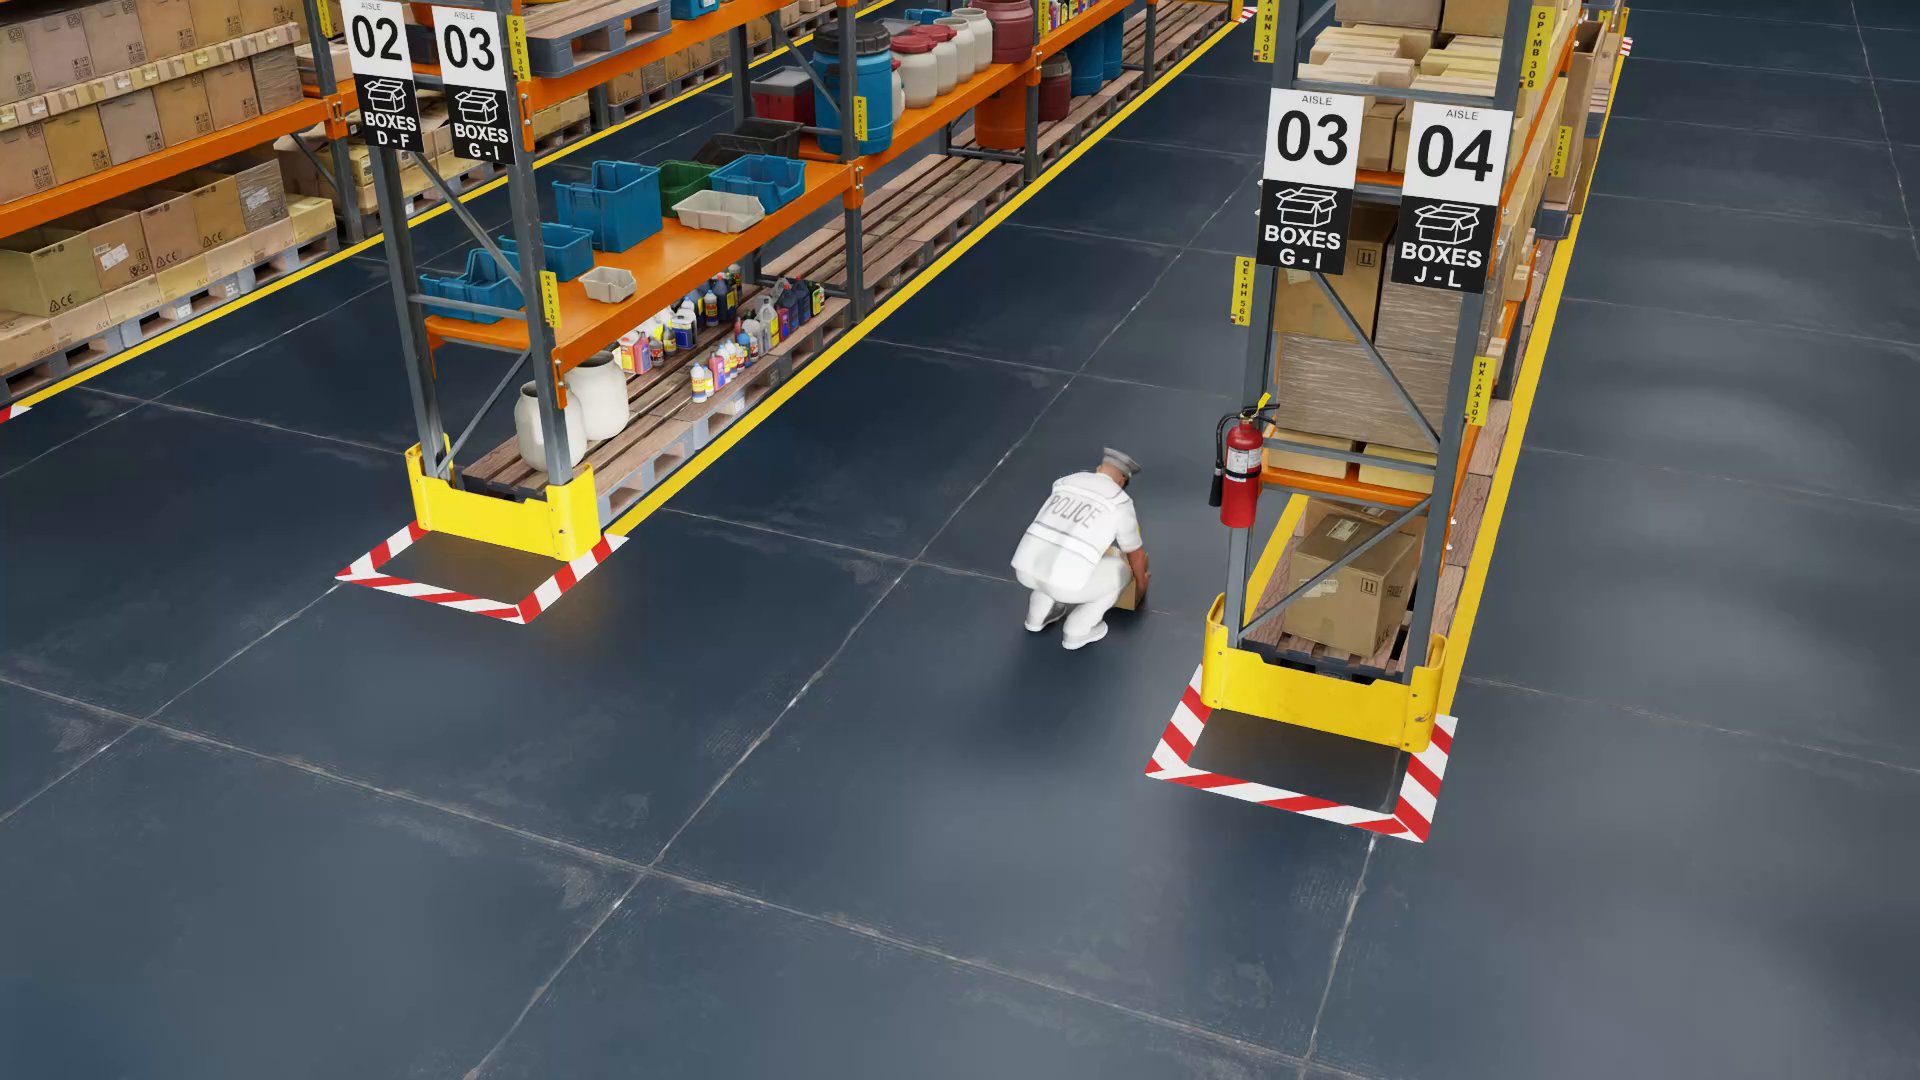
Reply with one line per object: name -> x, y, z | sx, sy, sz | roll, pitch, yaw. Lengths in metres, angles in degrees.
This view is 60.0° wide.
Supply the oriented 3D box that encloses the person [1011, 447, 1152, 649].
person -> 0.680, 0.038, 9.170 | 0.559, 0.931, 0.954 | 25, 38, 36
